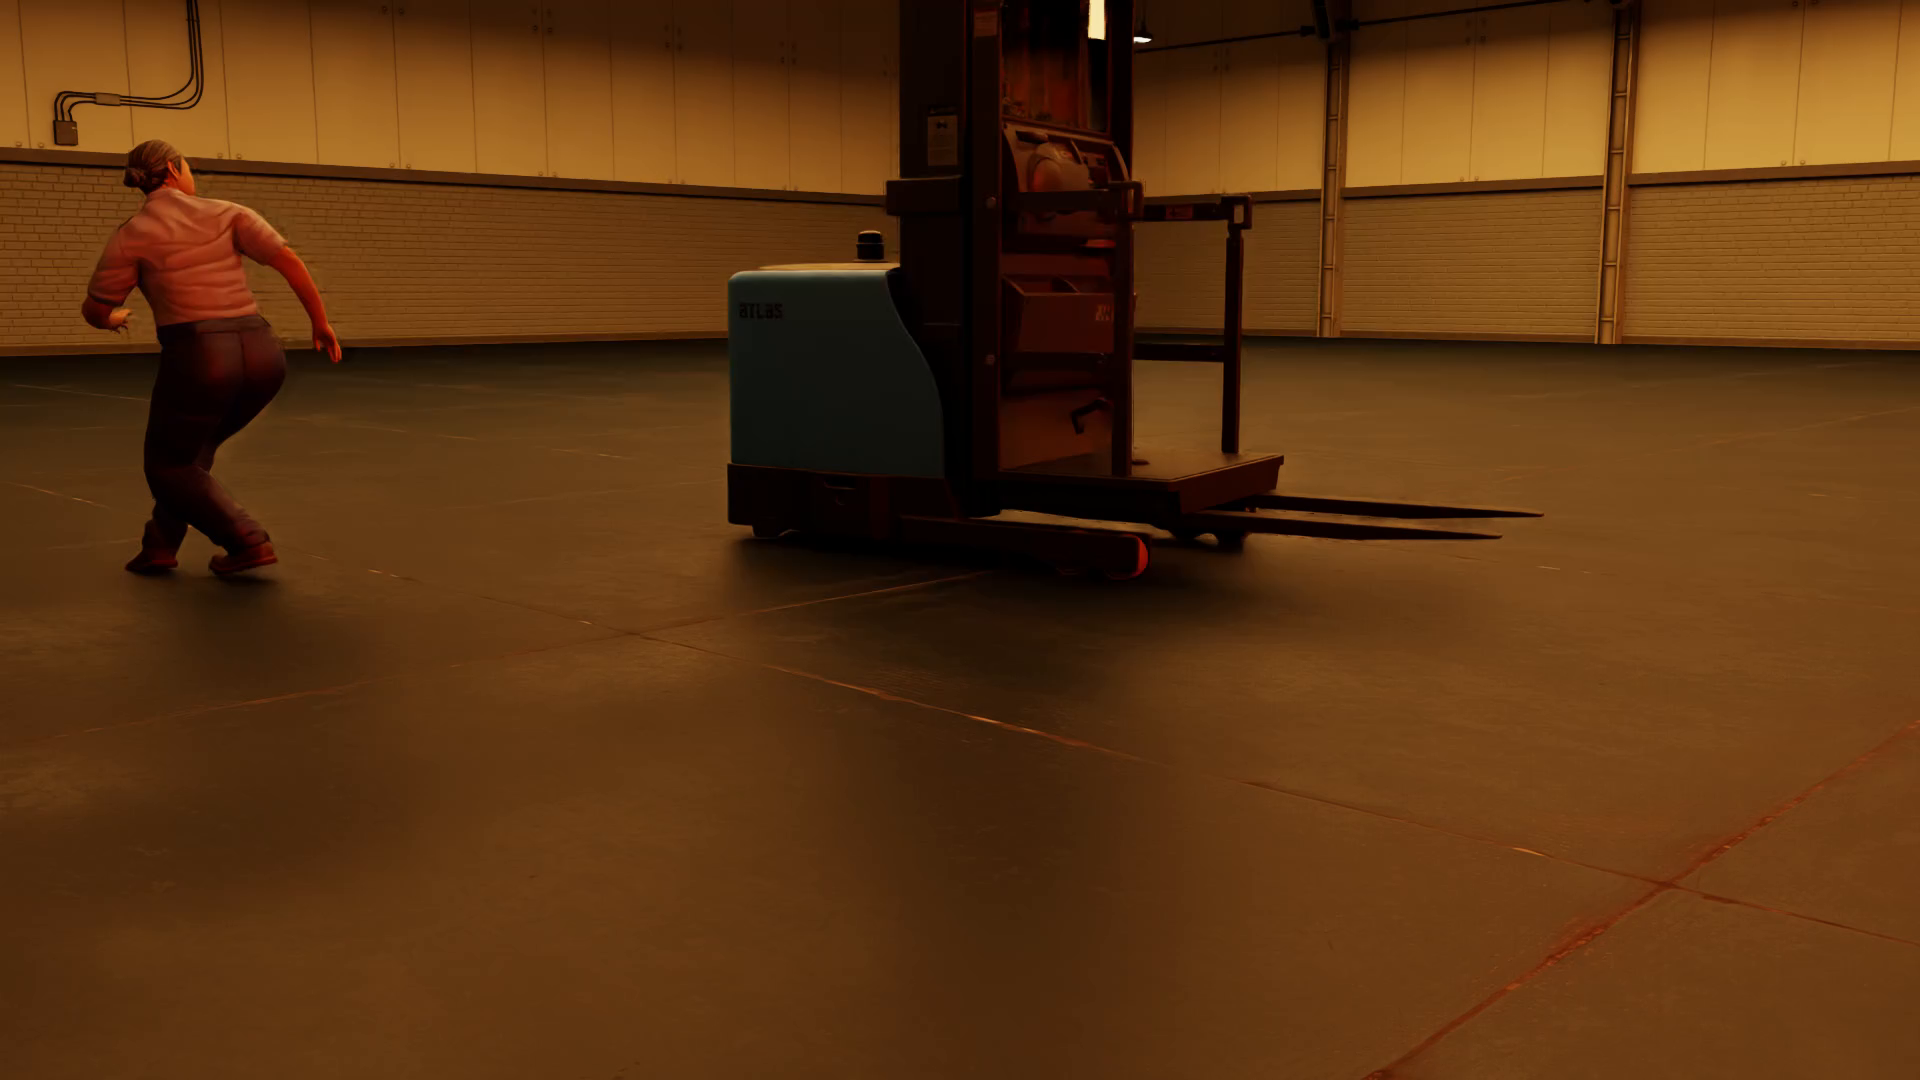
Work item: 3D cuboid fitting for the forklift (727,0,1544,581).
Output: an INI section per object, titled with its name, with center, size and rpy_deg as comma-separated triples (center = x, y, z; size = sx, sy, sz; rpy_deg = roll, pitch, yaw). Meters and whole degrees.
[forklift]
center = 0.588, -1.398, 6.156
size = 3.031, 2.935, 1.130
rpy_deg = 5, 10, 31

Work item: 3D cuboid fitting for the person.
[person]
center = -2.677, -0.629, 5.911
size = 0.786, 1.534, 0.746
rpy_deg = 6, 10, 34
